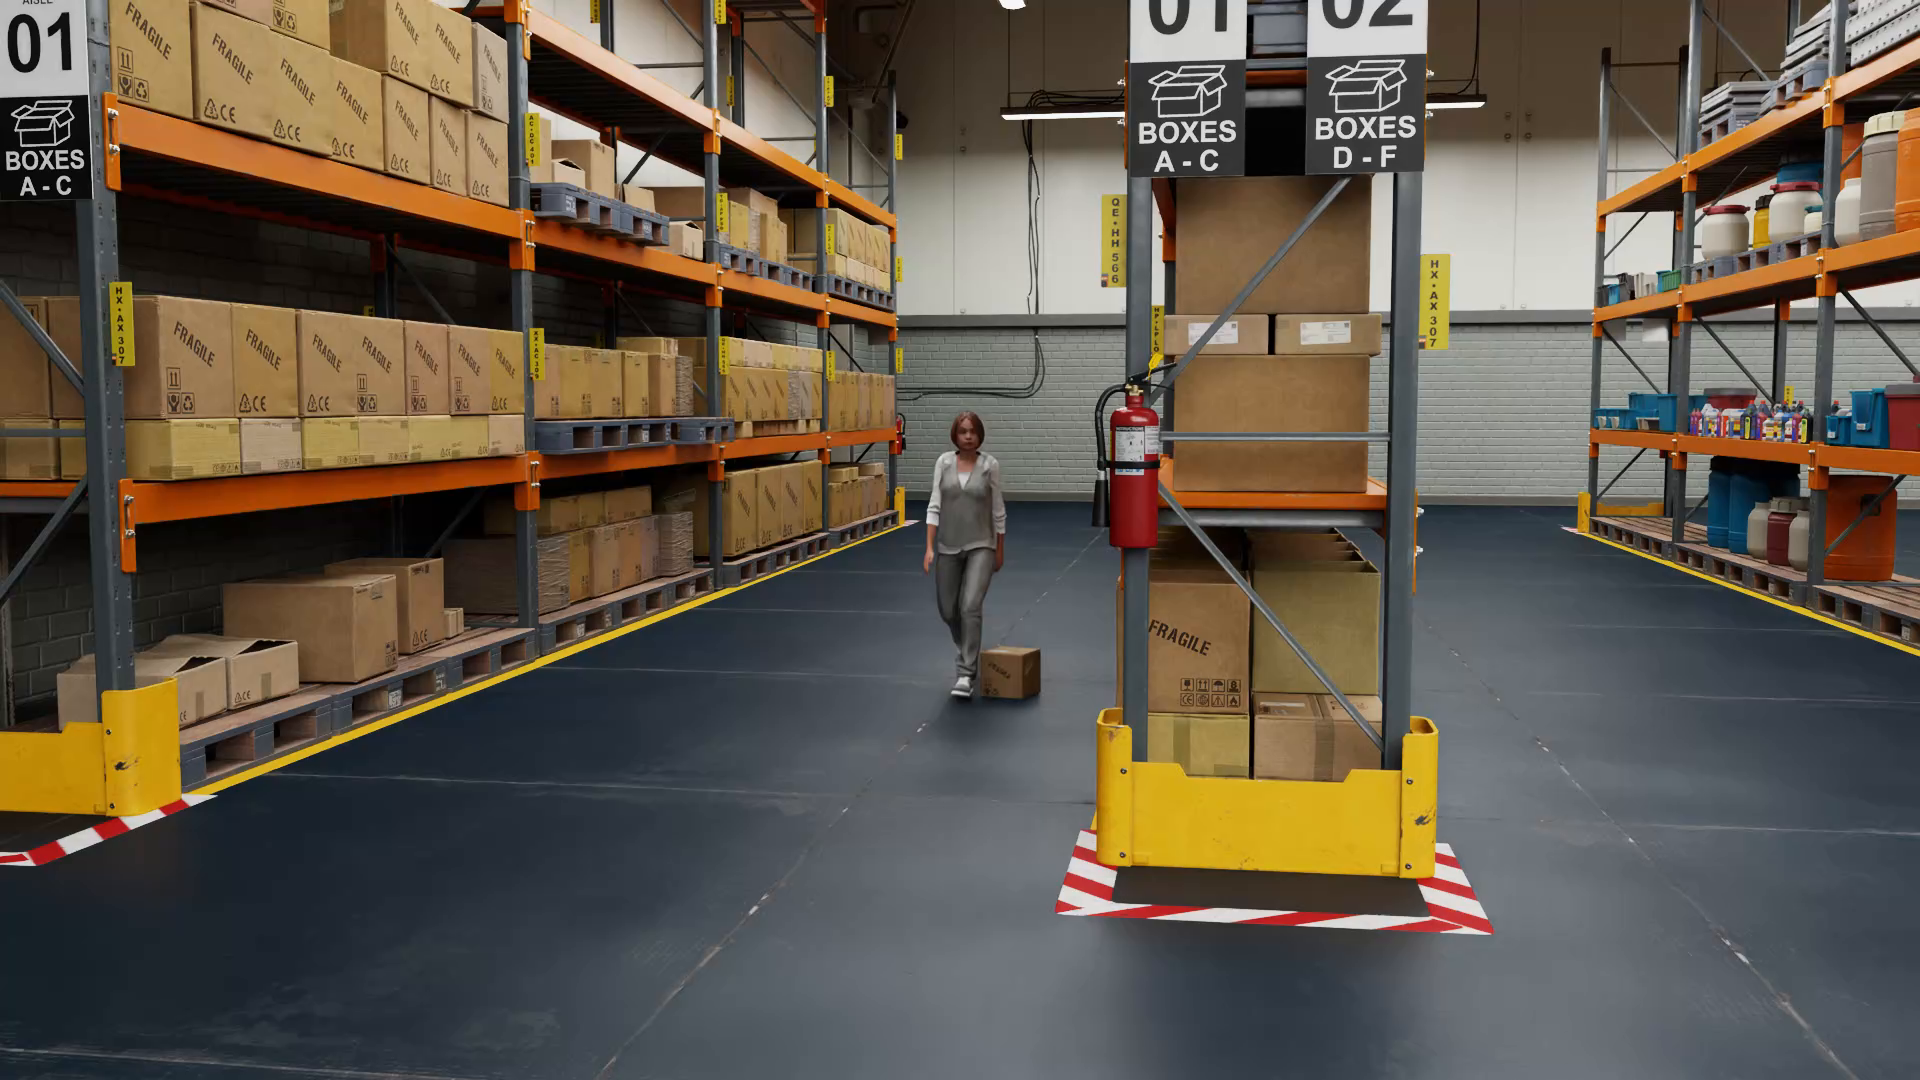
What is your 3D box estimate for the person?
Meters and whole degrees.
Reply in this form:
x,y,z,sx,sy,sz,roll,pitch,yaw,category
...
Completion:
x,y,z,sx,sy,sz,roll,pitch,yaw,category
0.041,0.053,9.368,0.433,1.560,0.837,1,5,11,person
